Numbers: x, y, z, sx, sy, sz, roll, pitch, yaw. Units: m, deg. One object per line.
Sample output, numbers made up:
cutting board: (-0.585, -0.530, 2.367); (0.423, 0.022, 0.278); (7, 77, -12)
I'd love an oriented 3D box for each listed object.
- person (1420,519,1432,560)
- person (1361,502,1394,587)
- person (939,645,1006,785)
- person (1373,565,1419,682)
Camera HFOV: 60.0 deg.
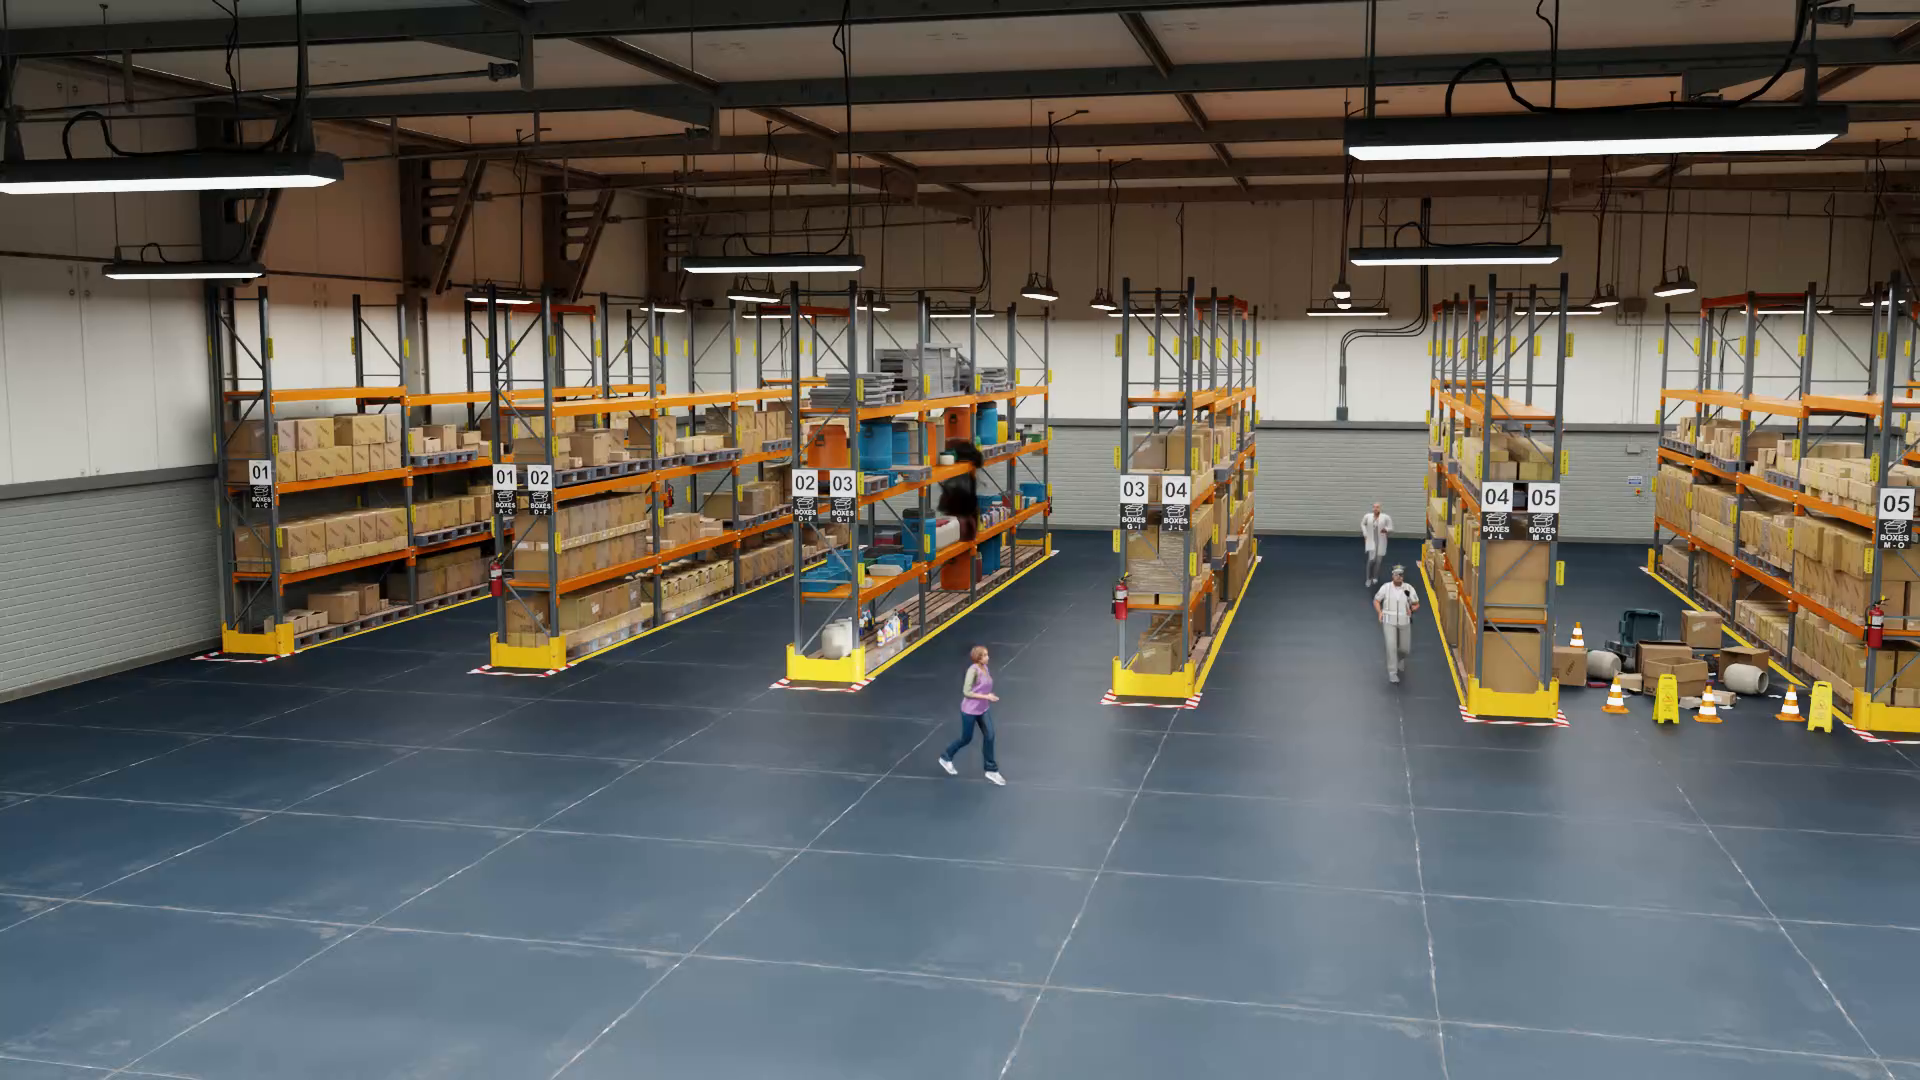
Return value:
person: (11.335, -0.310, 39.504); (0.793, 1.654, 0.662); (1, 7, 7)
person: (8.801, 0.109, 35.118); (0.670, 1.818, 0.783); (2, 7, 14)
person: (0.134, 2.001, 19.260); (0.843, 1.616, 0.509); (5, 8, 35)
person: (6.618, 1.240, 25.220); (0.675, 1.747, 0.808); (1, 7, 8)
